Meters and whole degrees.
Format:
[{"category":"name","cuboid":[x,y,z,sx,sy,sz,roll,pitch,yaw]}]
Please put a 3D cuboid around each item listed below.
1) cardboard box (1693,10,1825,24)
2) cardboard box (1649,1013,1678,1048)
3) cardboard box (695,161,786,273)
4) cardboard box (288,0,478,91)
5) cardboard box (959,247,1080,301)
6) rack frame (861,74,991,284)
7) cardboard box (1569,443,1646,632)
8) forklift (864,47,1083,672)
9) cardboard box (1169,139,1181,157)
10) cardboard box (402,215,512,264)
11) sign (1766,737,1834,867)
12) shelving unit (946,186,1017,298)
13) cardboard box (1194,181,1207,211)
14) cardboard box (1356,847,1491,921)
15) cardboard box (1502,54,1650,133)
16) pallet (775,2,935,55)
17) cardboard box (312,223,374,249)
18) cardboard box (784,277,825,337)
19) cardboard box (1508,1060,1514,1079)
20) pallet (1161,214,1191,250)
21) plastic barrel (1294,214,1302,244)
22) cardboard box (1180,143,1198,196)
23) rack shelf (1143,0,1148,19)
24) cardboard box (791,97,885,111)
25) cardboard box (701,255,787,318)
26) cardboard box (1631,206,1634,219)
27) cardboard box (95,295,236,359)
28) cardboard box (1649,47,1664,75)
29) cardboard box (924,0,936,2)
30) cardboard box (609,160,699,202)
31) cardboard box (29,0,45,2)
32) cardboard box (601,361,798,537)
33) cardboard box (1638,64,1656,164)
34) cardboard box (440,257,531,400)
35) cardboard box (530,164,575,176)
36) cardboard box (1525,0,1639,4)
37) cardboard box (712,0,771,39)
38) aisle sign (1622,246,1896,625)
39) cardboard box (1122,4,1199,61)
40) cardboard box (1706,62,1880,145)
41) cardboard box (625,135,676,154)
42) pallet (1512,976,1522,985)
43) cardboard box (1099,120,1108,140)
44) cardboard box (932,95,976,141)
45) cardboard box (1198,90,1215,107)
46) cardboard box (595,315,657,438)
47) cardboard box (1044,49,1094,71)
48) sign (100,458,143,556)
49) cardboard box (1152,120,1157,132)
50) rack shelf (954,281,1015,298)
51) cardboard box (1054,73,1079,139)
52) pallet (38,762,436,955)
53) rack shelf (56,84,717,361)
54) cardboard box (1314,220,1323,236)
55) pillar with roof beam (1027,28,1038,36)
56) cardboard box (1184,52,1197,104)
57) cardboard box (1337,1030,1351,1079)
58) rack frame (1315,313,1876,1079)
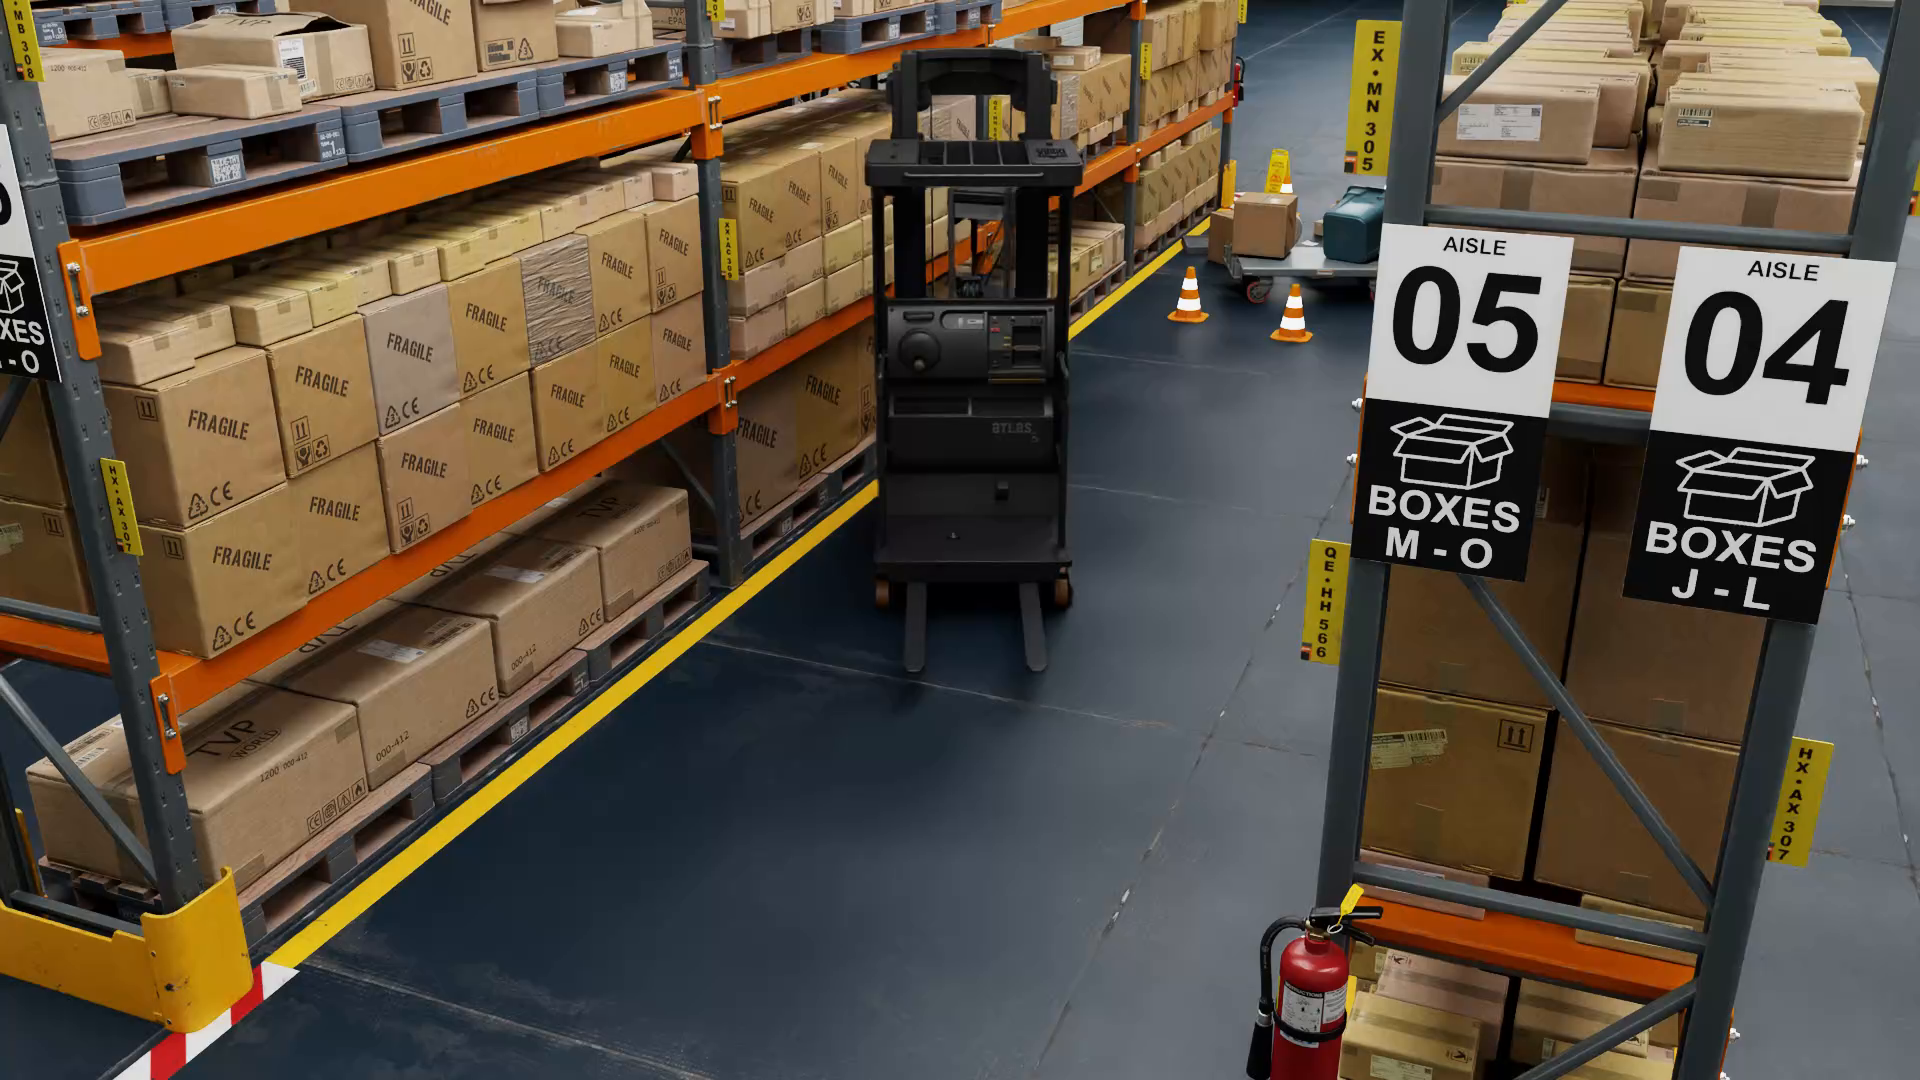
[{"category":"cardboard box","cuboid":[2.572,-1.622,5.378,0.380,0.149,0.250,9,24,20]},{"category":"cardboard box","cuboid":[2.119,1.442,5.288,0.380,0.149,0.250,9,24,20]},{"category":"cardboard box","cuboid":[-1.312,-1.806,9.256,0.500,0.500,0.500,9,24,21]},{"category":"cardboard box","cuboid":[-2.340,-2.121,6.740,0.500,0.500,0.500,9,24,21]},{"category":"cardboard box","cuboid":[0.516,-2.332,14.805,0.950,0.372,0.625,10,25,22]},{"category":"rack frame","cuboid":[-0.256,-2.614,12.616,1.000,3.000,0.127,9,24,20]},{"category":"cardboard box","cuboid":[2.000,-0.027,4.611,0.500,0.500,0.500,10,24,22]},{"category":"forklift","cuboid":[0.066,-1.089,9.055,1.130,2.935,3.031,0,23,0]},{"category":"cardboard box","cuboid":[2.088,-4.105,17.394,0.380,0.149,0.250,10,25,23]},{"category":"cardboard box","cuboid":[-2.172,-1.295,7.190,0.380,0.149,0.250,9,24,20]},{"category":"sign","cuboid":[1.909,0.600,3.799,0.100,0.325,0.005,9,24,20]},{"category":"shelving unit","cuboid":[0.191,-1.414,10.911,0.431,2.100,0.503,7,24,17]},{"category":"cardboard box","cuboid":[2.465,-3.890,18.693,0.500,0.250,0.500,9,24,20]},{"category":"cardboard box","cuboid":[1.264,0.880,4.577,0.380,0.149,0.250,9,24,20]},{"category":"cardboard box","cuboid":[1.533,-1.135,4.213,0.380,0.149,0.250,8,24,18]},{"category":"pallet","cuboid":[-0.859,-3.272,10.545,1.003,0.211,1.213,10,25,22]},{"category":"cardboard box","cuboid":[-2.743,-1.271,7.132,0.380,0.149,0.250,10,25,22]},{"category":"cardboard box","cuboid":[-1.143,-1.418,9.948,0.500,0.250,0.500,8,24,19]},{"category":"cardboard box","cuboid":[2.004,1.706,5.427,0.380,0.149,0.250,9,24,21]},{"category":"pallet","cuboid":[1.898,-3.442,18.217,1.003,0.211,1.213,9,24,20]},{"category":"plastic barrel","cuboid":[3.354,-3.332,17.678,0.421,0.421,0.512,-12,25,-26]},{"category":"cardboard box","cuboid":[2.275,-4.057,18.120,0.500,0.500,0.500,8,24,19]},{"category":"rack shelf","cuboid":[1.972,-5.813,17.317,1.077,0.370,4.000,9,24,20]},{"category":"cardboard box","cuboid":[-0.842,-2.801,11.637,0.500,0.500,0.500,9,24,20]},{"category":"cardboard box","cuboid":[-1.317,-1.461,9.402,0.500,0.250,0.500,8,24,19]},{"category":"cardboard box","cuboid":[2.189,-0.891,4.795,0.500,0.250,0.500,8,24,18]},{"category":"cardboard box","cuboid":[-2.808,-0.749,5.883,0.380,0.149,0.250,9,24,21]},{"category":"cardboard box","cuboid":[2.562,-1.482,5.561,0.500,0.250,0.500,10,25,22]},{"category":"cardboard box","cuboid":[-0.448,-3.856,11.024,0.700,0.500,0.500,8,24,17]},{"category":"cardboard box","cuboid":[-1.561,-1.834,8.479,0.380,0.149,0.250,8,24,19]},{"category":"cardboard box","cuboid":[-5.872,-3.450,10.377,0.380,0.149,0.250,9,24,21]},{"category":"cardboard box","cuboid":[-1.586,-0.629,10.076,0.875,0.875,0.875,10,25,22]},{"category":"cardboard box","cuboid":[1.920,-1.370,5.293,0.500,0.250,0.500,8,24,18]},{"category":"cardboard box","cuboid":[-2.231,-0.939,7.180,0.500,0.500,0.500,9,24,20]},{"category":"cardboard box","cuboid":[-2.181,-1.819,8.446,0.380,0.149,0.250,9,24,21]},{"category":"cardboard box","cuboid":[2.247,-1.893,6.027,0.380,0.149,0.250,8,24,19]},{"category":"cardboard box","cuboid":[-1.231,-2.827,8.865,0.396,0.266,0.258,9,24,20]},{"category":"aisle sign","cuboid":[1.657,-0.209,3.486,0.394,0.787,0.004,9,24,20]},{"category":"cardboard box","cuboid":[2.016,-5.172,16.927,0.700,0.500,0.500,8,24,19]},{"category":"cardboard box","cuboid":[2.017,-1.067,4.049,0.380,0.149,0.250,9,24,20]},{"category":"cardboard box","cuboid":[-3.377,-4.345,18.485,0.500,0.250,0.500,9,24,21]},{"category":"pallet","cuboid":[2.223,1.460,6.480,1.003,0.211,1.213,9,24,20]},{"category":"cardboard box","cuboid":[1.118,-3.710,15.022,0.380,0.149,0.250,8,24,19]},{"category":"cardboard box","cuboid":[-0.206,-2.899,11.871,0.500,0.500,0.500,8,24,19]},{"category":"cardboard box","cuboid":[2.601,-4.905,18.426,0.380,0.149,0.250,9,24,21]},{"category":"cardboard box","cuboid":[-1.863,-0.841,8.242,0.500,0.500,0.500,8,24,19]},{"category":"cardboard box","cuboid":[0.944,-4.174,14.450,0.380,0.149,0.250,8,24,18]},{"category":"sign","cuboid":[-2.715,-0.105,5.385,0.100,0.325,0.005,9,24,20]},{"category":"cardboard box","cuboid":[1.760,-4.193,16.723,0.380,0.149,0.250,9,24,20]},{"category":"rack shelf","cuboid":[0.191,-1.402,10.916,0.431,0.518,0.480,7,24,17]},{"category":"cardboard box","cuboid":[0.697,-3.675,14.097,0.500,0.500,0.500,8,24,18]},{"category":"pallet","cuboid":[-3.004,1.238,7.012,1.003,0.211,1.213,9,24,20]},{"category":"rack shelf","cuboid":[-2.485,-1.519,7.036,1.077,0.370,4.000,9,24,20]},{"category":"cardboard box","cuboid":[4.104,-3.403,18.205,0.250,0.149,0.380,-17,28,-35]},{"category":"pillar with roof beam","cuboid":[5.464,-12.512,28.529,9.100,9.000,0.400,9,24,20]},{"category":"cardboard box","cuboid":[2.184,-4.891,17.551,0.500,0.500,0.500,9,24,21]},{"category":"cardboard box","cuboid":[1.336,1.676,5.113,0.380,0.149,0.250,8,24,19]},{"category":"rack frame","cuboid":[1.405,0.921,4.152,1.000,3.000,0.127,9,24,20]}]
